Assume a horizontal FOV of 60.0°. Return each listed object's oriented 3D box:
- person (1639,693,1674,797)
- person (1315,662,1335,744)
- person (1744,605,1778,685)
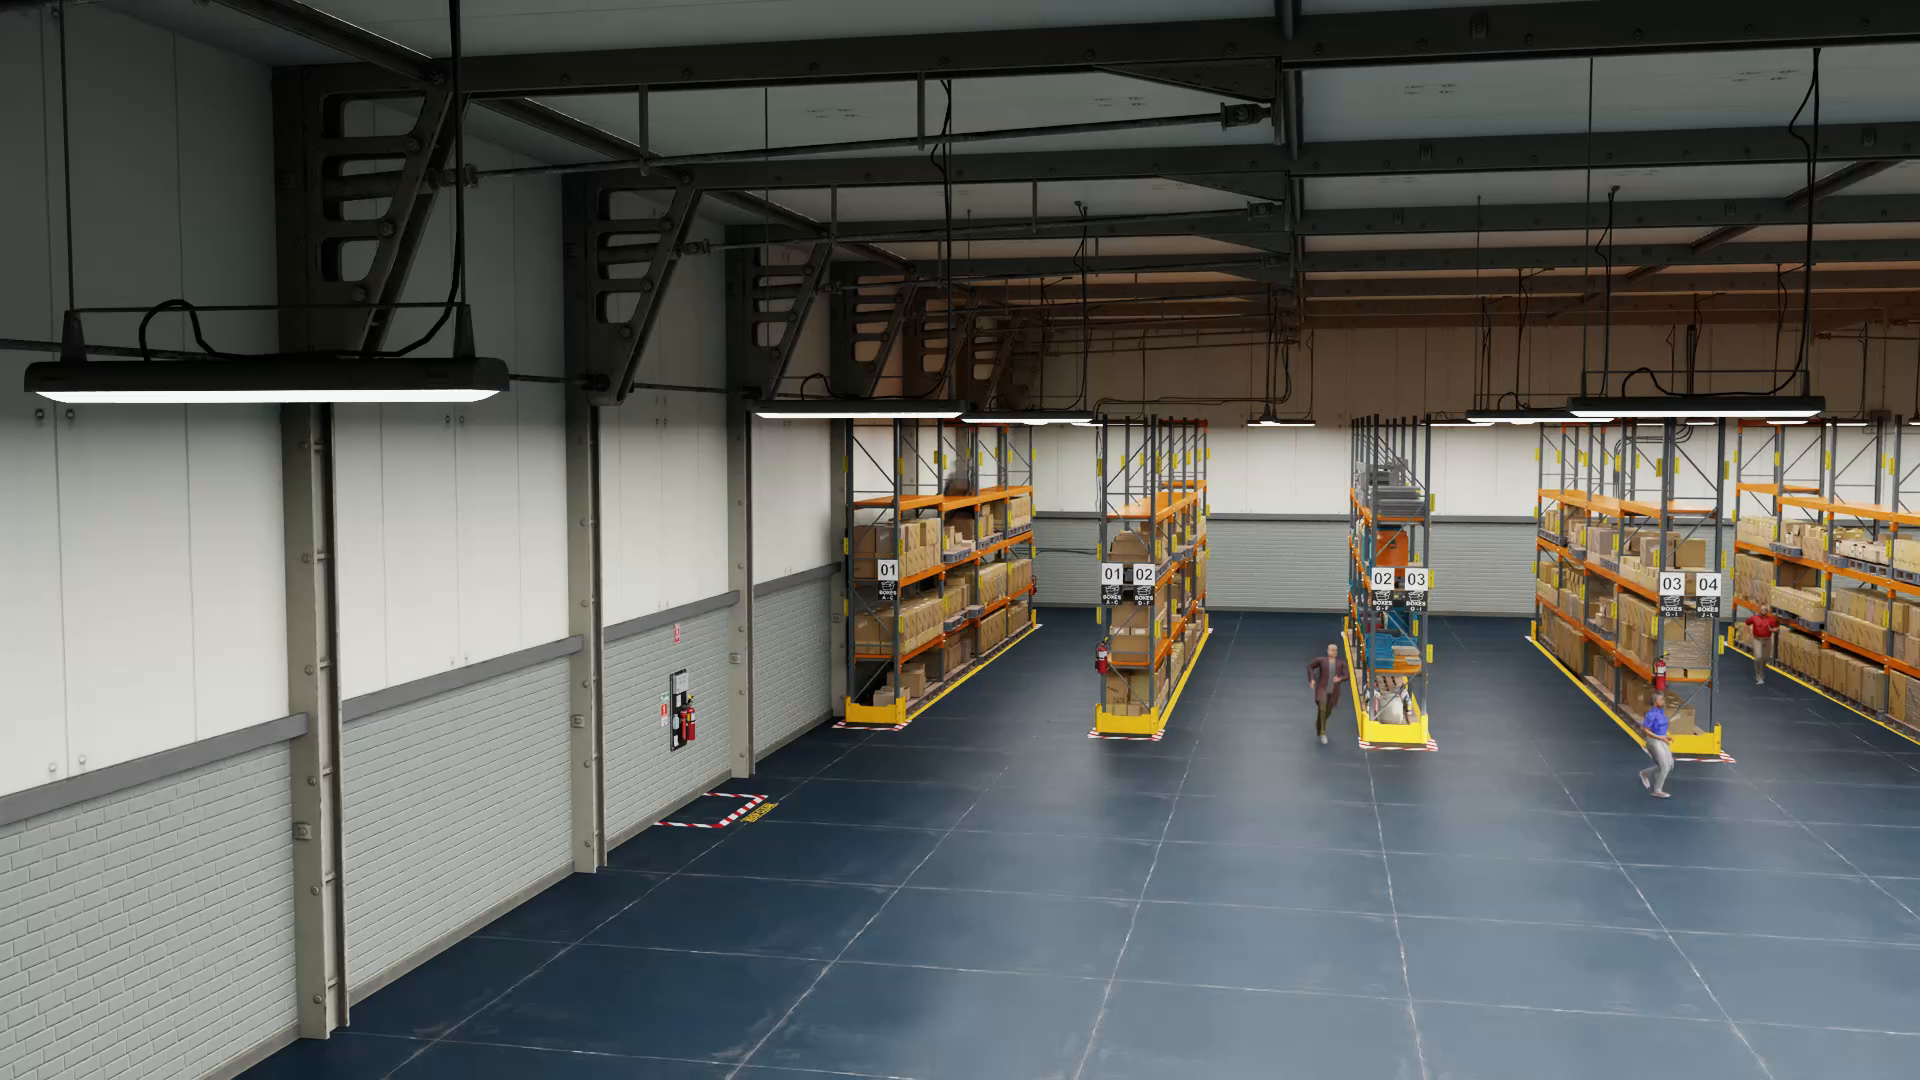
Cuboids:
[{"bbox_3d":[10.867,3.191,25.934,0.573,1.603,0.563,-4,5,-44],"label":"person"},{"bbox_3d":[6.799,2.907,30.508,0.628,1.519,1.060,0,4,-3],"label":"person"},{"bbox_3d":[18.133,2.347,37.603,0.651,1.767,0.887,1,4,8],"label":"person"}]
